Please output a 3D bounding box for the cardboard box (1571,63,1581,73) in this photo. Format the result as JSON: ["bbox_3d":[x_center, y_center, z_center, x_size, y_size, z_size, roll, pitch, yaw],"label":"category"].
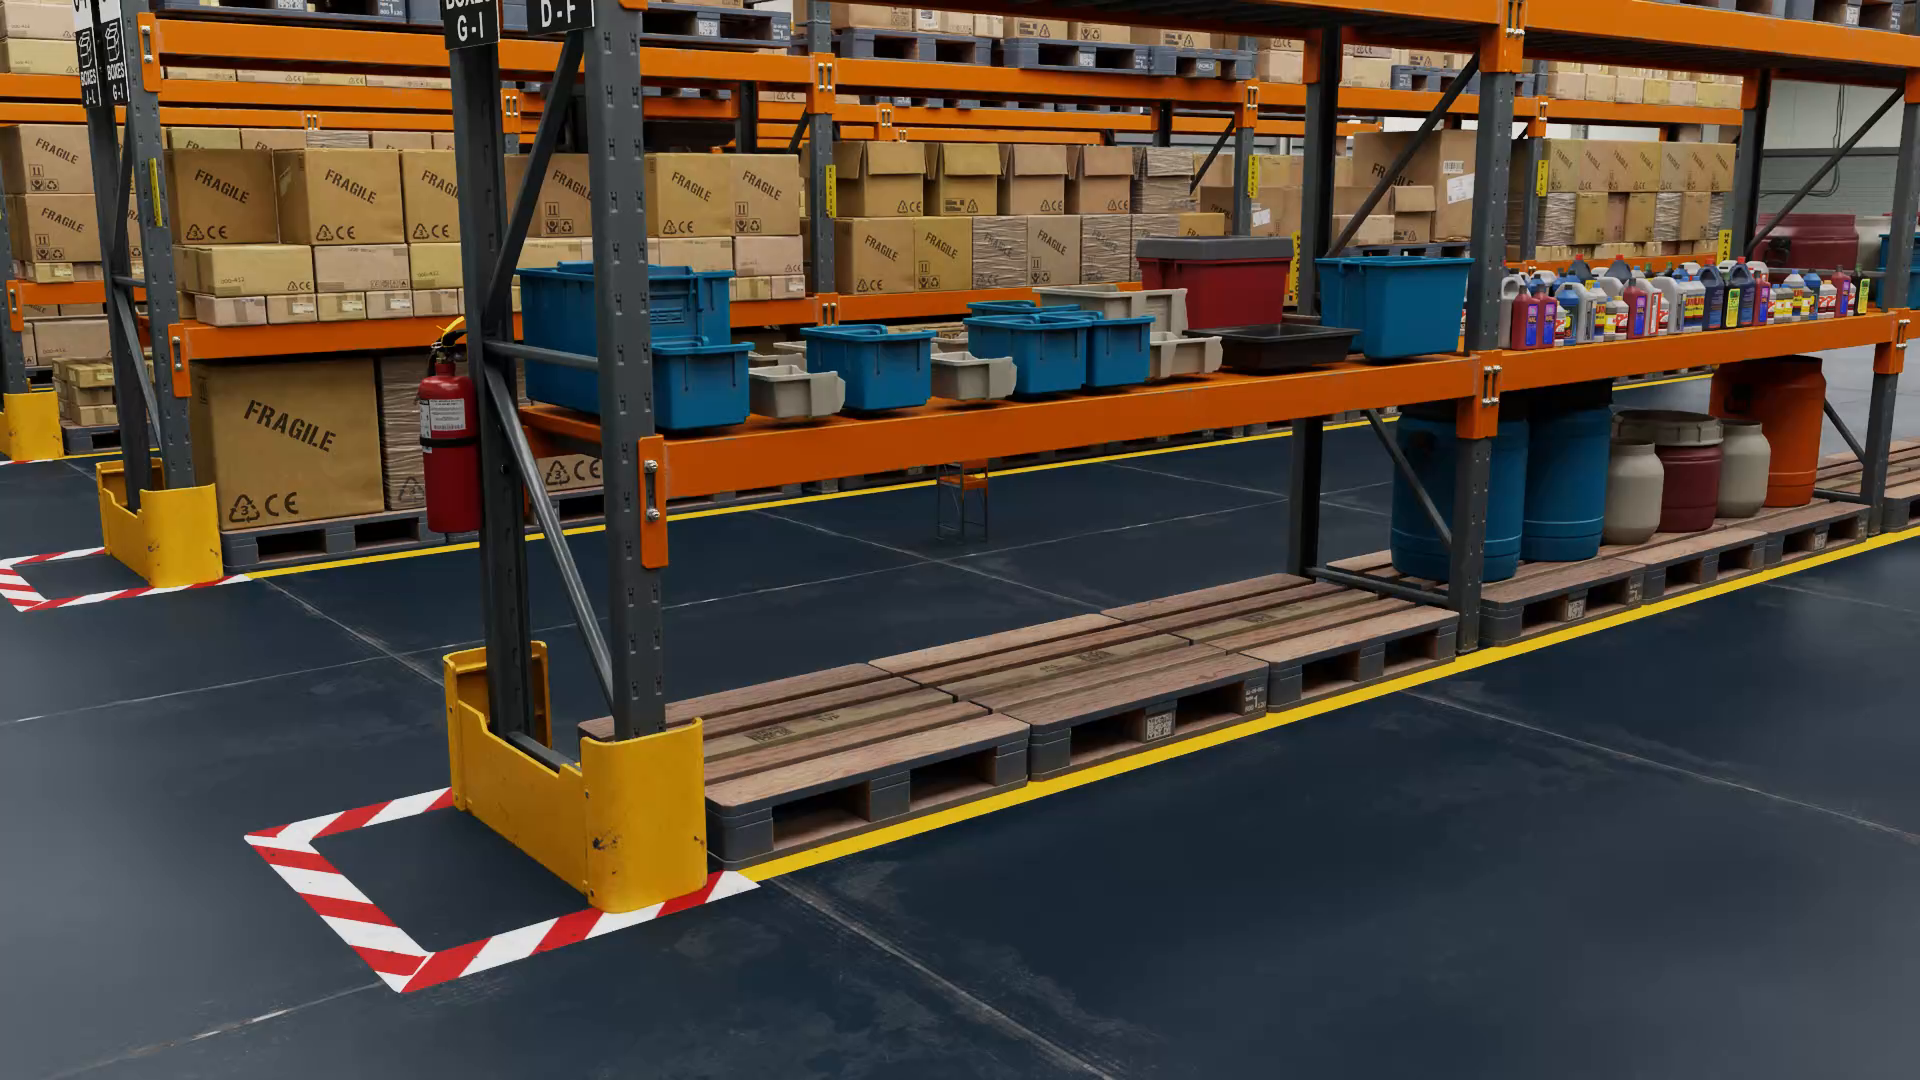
[{"bbox_3d":[5.686,-4.520,15.872,0.250,0.149,0.380,-10,16,-40],"label":"cardboard box"}]

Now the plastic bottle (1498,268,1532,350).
[{"bbox_3d":[2.431,-1.026,7.357,0.185,0.351,0.144,-9,15,-38],"label":"plastic bottle"}]

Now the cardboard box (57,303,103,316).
[{"bbox_3d":[-11.551,-3.034,21.701,0.500,0.500,0.700,-10,16,-40],"label":"cardboard box"}]

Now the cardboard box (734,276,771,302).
[{"bbox_3d":[-1.407,-1.606,10.574,0.250,0.149,0.380,-9,15,-37],"label":"cardboard box"}]

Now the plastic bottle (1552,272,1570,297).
[{"bbox_3d":[3.085,-1.235,8.532,0.097,0.271,0.097,0,12,0],"label":"plastic bottle"}]

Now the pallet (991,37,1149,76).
[{"bbox_3d":[0.610,-3.511,12.175,1.213,0.211,1.003,-9,15,-35],"label":"pallet"}]

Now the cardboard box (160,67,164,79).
[{"bbox_3d":[-6.391,-3.632,12.650,0.500,0.250,0.500,-9,15,-36],"label":"cardboard box"}]

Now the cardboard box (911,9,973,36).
[{"bbox_3d":[-0.259,-3.612,11.398,0.500,0.311,0.500,-10,16,-40],"label":"cardboard box"}]

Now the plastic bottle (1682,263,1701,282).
[{"bbox_3d":[4.144,-1.446,9.516,0.135,0.276,0.152,-9,15,-38],"label":"plastic bottle"}]

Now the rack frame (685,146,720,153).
[{"bbox_3d":[-4.220,-5.305,27.390,0.127,3.000,1.000,-9,15,-38],"label":"rack frame"}]

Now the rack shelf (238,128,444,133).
[{"bbox_3d":[-8.905,-5.642,23.487,4.000,0.370,1.077,-9,15,-38],"label":"rack shelf"}]

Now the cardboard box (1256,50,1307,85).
[{"bbox_3d":[2.477,-3.788,13.384,0.500,0.250,0.500,-9,15,-37],"label":"cardboard box"}]

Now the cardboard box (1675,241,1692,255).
[{"bbox_3d":[7.541,-3.116,17.684,0.250,0.149,0.380,-9,15,-38],"label":"cardboard box"}]

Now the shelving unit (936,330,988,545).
[{"bbox_3d":[0.011,-0.589,9.513,0.189,1.200,0.258,-9,15,-38],"label":"shelving unit"}]

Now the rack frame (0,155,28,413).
[{"bbox_3d":[-7.315,-2.153,12.549,0.127,3.000,1.000,-9,15,-38],"label":"rack frame"}]

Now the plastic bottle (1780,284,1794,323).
[{"bbox_3d":[4.334,-1.247,8.756,0.097,0.201,0.097,0,12,0],"label":"plastic bottle"}]

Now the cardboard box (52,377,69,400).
[{"bbox_3d":[-7.082,-1.225,13.311,0.250,0.149,0.380,-10,16,-39],"label":"cardboard box"}]

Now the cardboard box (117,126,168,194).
[{"bbox_3d":[-6.409,-2.919,12.788,0.500,0.500,0.500,-9,15,-36],"label":"cardboard box"}]

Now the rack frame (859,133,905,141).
[{"bbox_3d":[-1.116,-4.500,23.601,0.127,3.000,1.000,-9,15,-38],"label":"rack frame"}]

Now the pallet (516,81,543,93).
[{"bbox_3d":[-3.643,-4.111,14.997,1.003,0.211,1.213,-9,15,-38],"label":"pallet"}]

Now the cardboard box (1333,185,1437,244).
[{"bbox_3d":[3.779,-2.909,14.847,0.637,0.503,0.797,-8,14,-32],"label":"cardboard box"}]

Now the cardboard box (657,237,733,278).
[{"bbox_3d":[-1.756,-1.760,10.339,0.500,0.250,0.500,-9,15,-36],"label":"cardboard box"}]

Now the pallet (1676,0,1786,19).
[{"bbox_3d":[3.357,-2.692,8.316,1.213,0.211,1.003,-9,15,-38],"label":"pallet"}]

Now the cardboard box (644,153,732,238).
[{"bbox_3d":[-1.758,-2.127,10.261,0.500,0.500,0.500,-9,15,-37],"label":"cardboard box"}]

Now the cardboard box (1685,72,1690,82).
[{"bbox_3d":[7.302,-4.798,17.182,0.250,0.149,0.380,-9,15,-37],"label":"cardboard box"}]

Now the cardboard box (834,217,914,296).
[{"bbox_3d":[-0.657,-1.923,11.222,0.500,0.500,0.500,-9,15,-37],"label":"cardboard box"}]

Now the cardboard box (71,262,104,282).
[{"bbox_3d":[-6.685,-2.059,12.709,0.250,0.149,0.380,-9,15,-36],"label":"cardboard box"}]

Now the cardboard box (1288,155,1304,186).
[{"bbox_3d":[3.970,-4.652,21.356,0.550,0.550,0.875,-9,15,-38],"label":"cardboard box"}]

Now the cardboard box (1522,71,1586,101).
[{"bbox_3d":[5.586,-4.304,15.815,0.500,0.250,0.500,-10,16,-40],"label":"cardboard box"}]

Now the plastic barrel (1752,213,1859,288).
[{"bbox_3d":[5.218,-1.746,10.305,0.708,0.536,0.600,-9,15,-38],"label":"plastic barrel"}]

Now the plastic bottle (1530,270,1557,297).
[{"bbox_3d":[2.993,-1.255,8.615,0.135,0.276,0.152,-9,15,-38],"label":"plastic bottle"}]

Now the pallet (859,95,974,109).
[{"bbox_3d":[-0.599,-4.659,17.579,1.003,0.211,1.213,-9,15,-35],"label":"pallet"}]

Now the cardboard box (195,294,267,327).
[{"bbox_3d":[-3.812,-1.206,8.689,0.250,0.149,0.380,-9,15,-37],"label":"cardboard box"}]

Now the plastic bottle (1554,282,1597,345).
[{"bbox_3d":[2.807,-1.037,7.588,0.135,0.276,0.152,-9,15,-38],"label":"plastic bottle"}]

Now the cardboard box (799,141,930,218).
[{"bbox_3d":[-0.679,-2.479,11.425,0.637,0.503,0.797,-10,16,-39],"label":"cardboard box"}]

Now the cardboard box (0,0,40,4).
[{"bbox_3d":[-6.920,-3.992,12.183,0.250,0.149,0.380,-10,15,-38],"label":"cardboard box"}]

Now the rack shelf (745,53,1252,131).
[{"bbox_3d":[0.389,-3.230,12.128,4.000,0.370,1.077,-9,15,-38],"label":"rack shelf"}]

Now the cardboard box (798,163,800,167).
[{"bbox_3d":[-2.065,-4.990,22.377,0.250,0.149,0.380,-10,16,-40],"label":"cardboard box"}]

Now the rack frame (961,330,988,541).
[{"bbox_3d":[0.083,-0.601,9.569,0.006,1.200,0.240,-9,15,-38],"label":"rack frame"}]

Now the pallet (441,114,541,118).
[{"bbox_3d":[-5.581,-5.118,19.745,1.213,0.211,1.003,-9,15,-35],"label":"pallet"}]

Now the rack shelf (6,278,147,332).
[{"bbox_3d":[-5.754,-2.061,13.845,4.000,0.370,1.077,-9,15,-38],"label":"rack shelf"}]

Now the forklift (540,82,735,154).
[{"bbox_3d":[-2.436,-2.305,13.426,3.031,2.935,1.130,-10,16,-40],"label":"forklift"}]

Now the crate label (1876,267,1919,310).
[{"bbox_3d":[5.608,-1.483,9.792,0.416,0.233,0.303,-9,15,-38],"label":"crate label"}]

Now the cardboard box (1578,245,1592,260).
[{"bbox_3d":[6.001,-2.850,16.436,0.250,0.149,0.380,-9,15,-38],"label":"cardboard box"}]

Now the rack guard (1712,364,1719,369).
[{"bbox_3d":[8.139,-2.179,18.689,0.348,0.500,1.175,-9,15,-38],"label":"rack guard"}]

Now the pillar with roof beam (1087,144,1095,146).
[{"bbox_3d":[5.171,-8.895,29.852,0.400,9.000,9.100,-9,15,-38],"label":"pillar with roof beam"}]

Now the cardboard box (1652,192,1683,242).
[{"bbox_3d":[7.018,-3.397,17.449,0.500,0.500,0.875,-9,15,-38],"label":"cardboard box"}]

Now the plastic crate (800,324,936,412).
[{"bbox_3d":[-0.289,-0.544,5.228,0.300,0.233,0.416,-9,15,-38],"label":"plastic crate"}]

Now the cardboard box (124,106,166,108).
[{"bbox_3d":[-10.687,-5.703,21.688,0.500,0.250,0.500,-9,15,-37],"label":"cardboard box"}]

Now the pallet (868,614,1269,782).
[{"bbox_3d":[0.419,0.573,6.420,1.213,0.211,1.003,-9,15,-38],"label":"pallet"}]

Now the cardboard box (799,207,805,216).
[{"bbox_3d":[-1.581,-3.212,16.412,0.250,0.149,0.380,-9,15,-36],"label":"cardboard box"}]

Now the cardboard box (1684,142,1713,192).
[{"bbox_3d":[7.536,-3.918,17.496,0.500,0.500,0.500,-9,15,-38],"label":"cardboard box"}]

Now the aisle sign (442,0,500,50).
[{"bbox_3d":[-1.441,-1.842,4.825,0.004,0.787,0.394,-9,15,-38],"label":"aisle sign"}]

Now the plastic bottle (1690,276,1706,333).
[{"bbox_3d":[3.609,-1.160,8.182,0.097,0.271,0.097,0,12,0],"label":"plastic bottle"}]

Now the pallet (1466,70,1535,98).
[{"bbox_3d":[4.526,-4.206,15.443,1.003,0.211,1.213,-9,15,-38],"label":"pallet"}]
